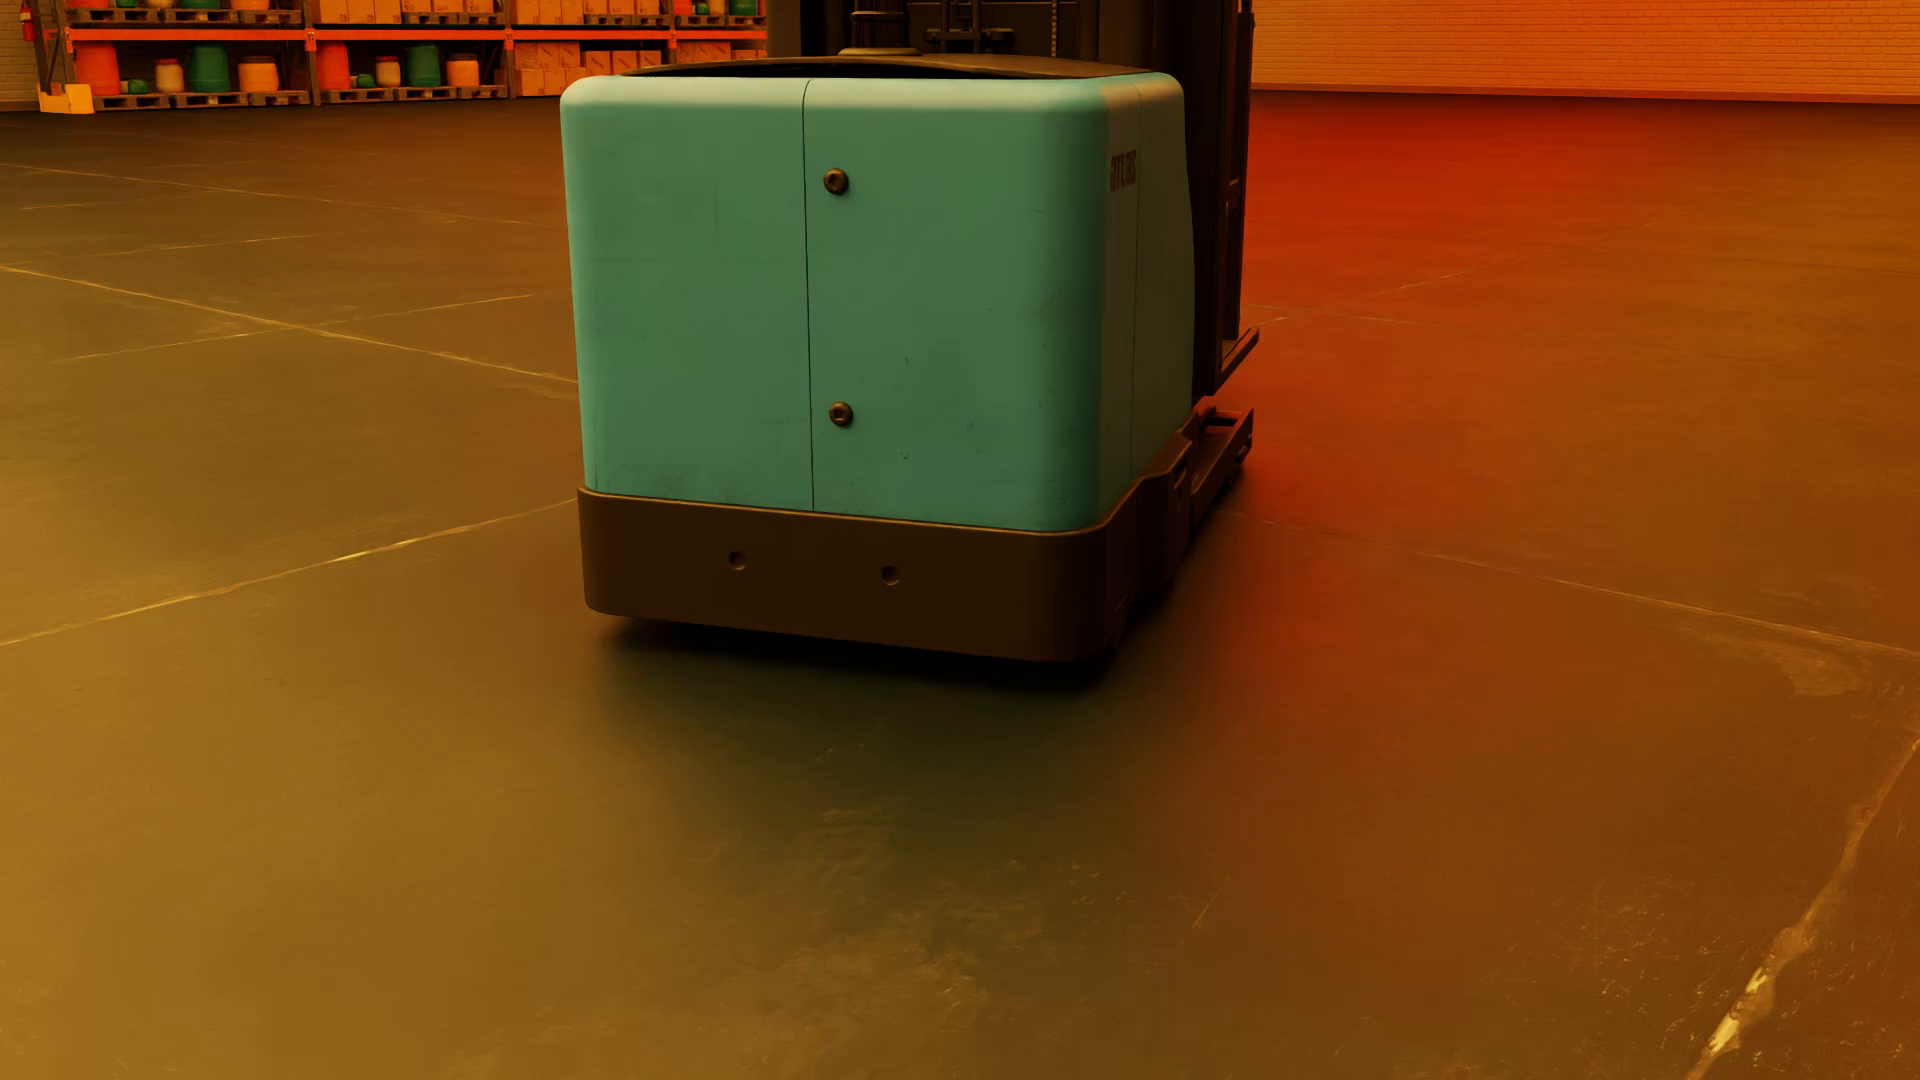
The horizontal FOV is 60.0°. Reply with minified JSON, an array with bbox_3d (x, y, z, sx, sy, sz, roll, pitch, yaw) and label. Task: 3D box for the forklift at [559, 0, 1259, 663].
[{"bbox_3d":[0.182,-1.571,4.072,1.130,2.935,3.031,5,18,17],"label":"forklift"}]
